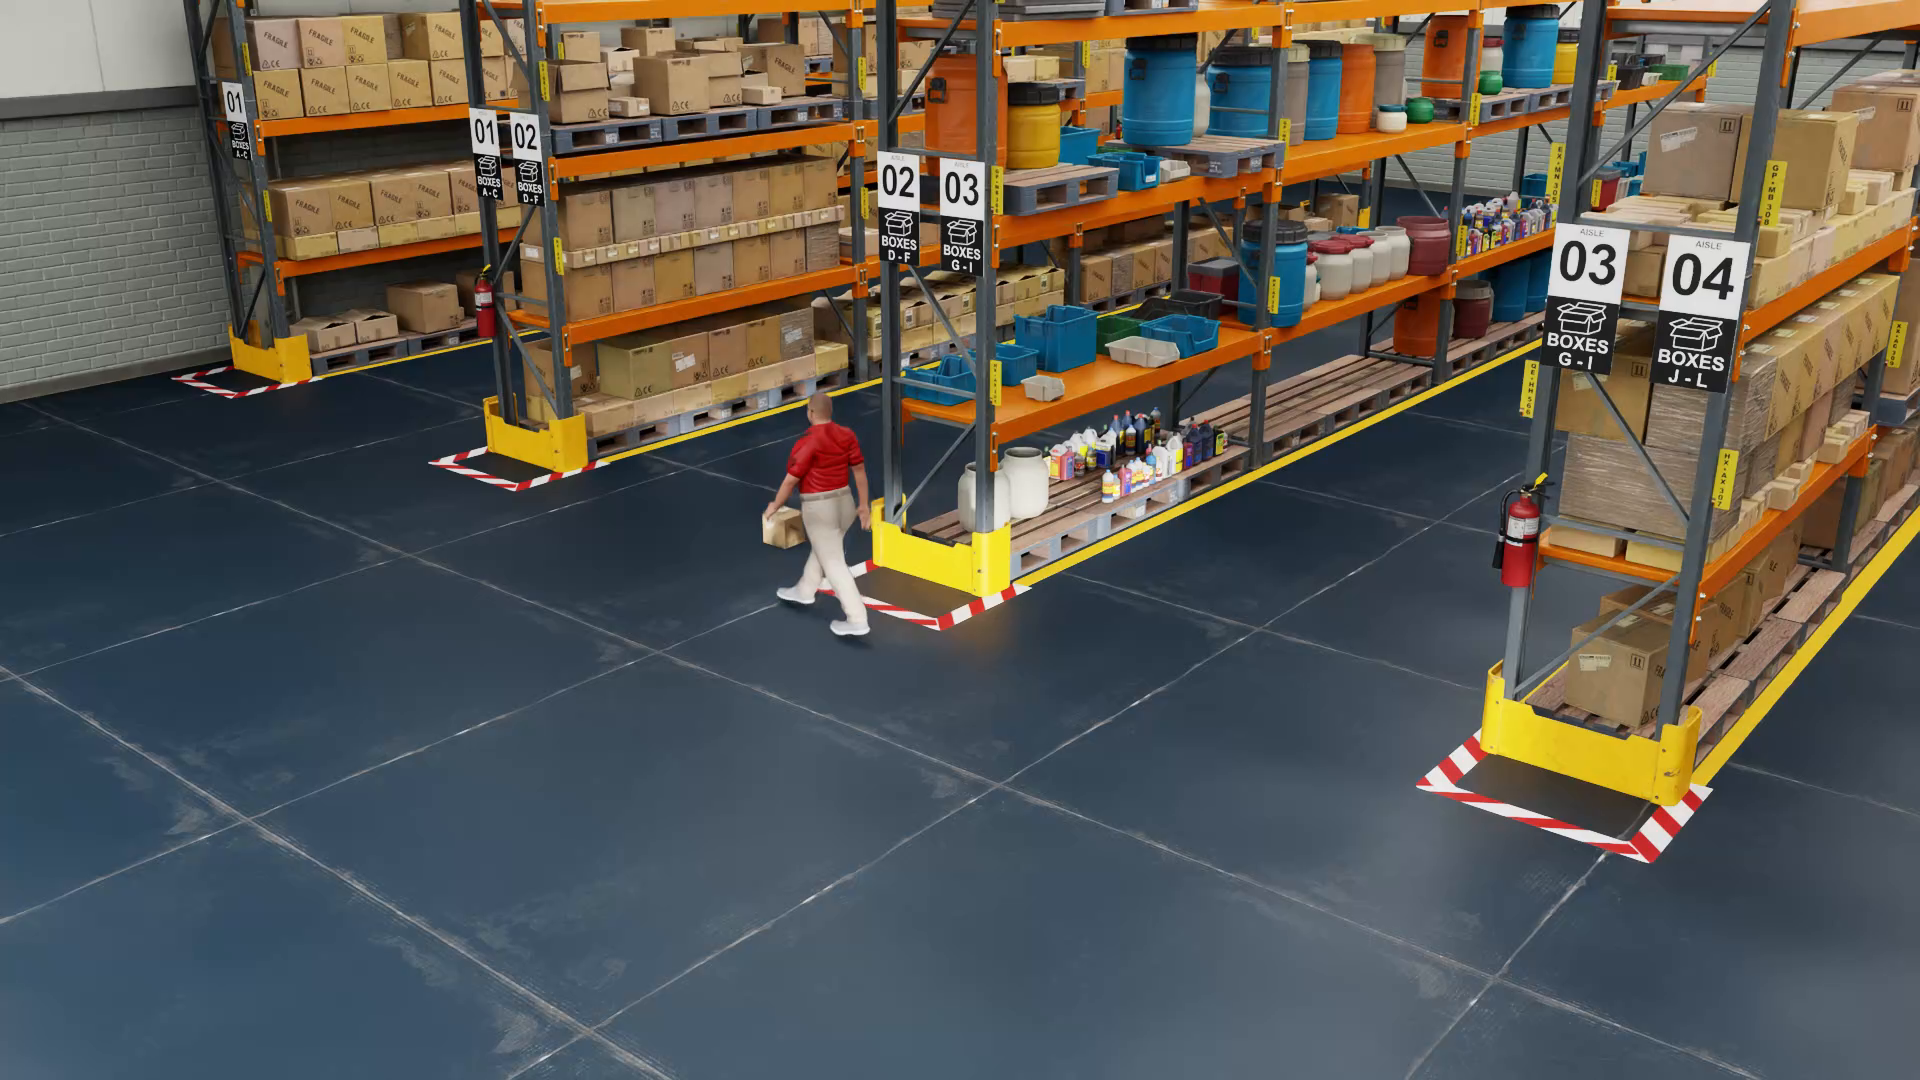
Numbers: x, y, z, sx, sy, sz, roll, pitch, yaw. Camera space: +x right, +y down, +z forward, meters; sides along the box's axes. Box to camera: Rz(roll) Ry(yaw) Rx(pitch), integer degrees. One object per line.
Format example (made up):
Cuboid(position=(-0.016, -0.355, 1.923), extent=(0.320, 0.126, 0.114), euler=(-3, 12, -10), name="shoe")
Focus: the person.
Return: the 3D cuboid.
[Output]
Cuboid(position=(-0.996, -0.232, 11.700), extent=(1.053, 1.660, 0.587), euler=(16, 26, 38), name="person")
